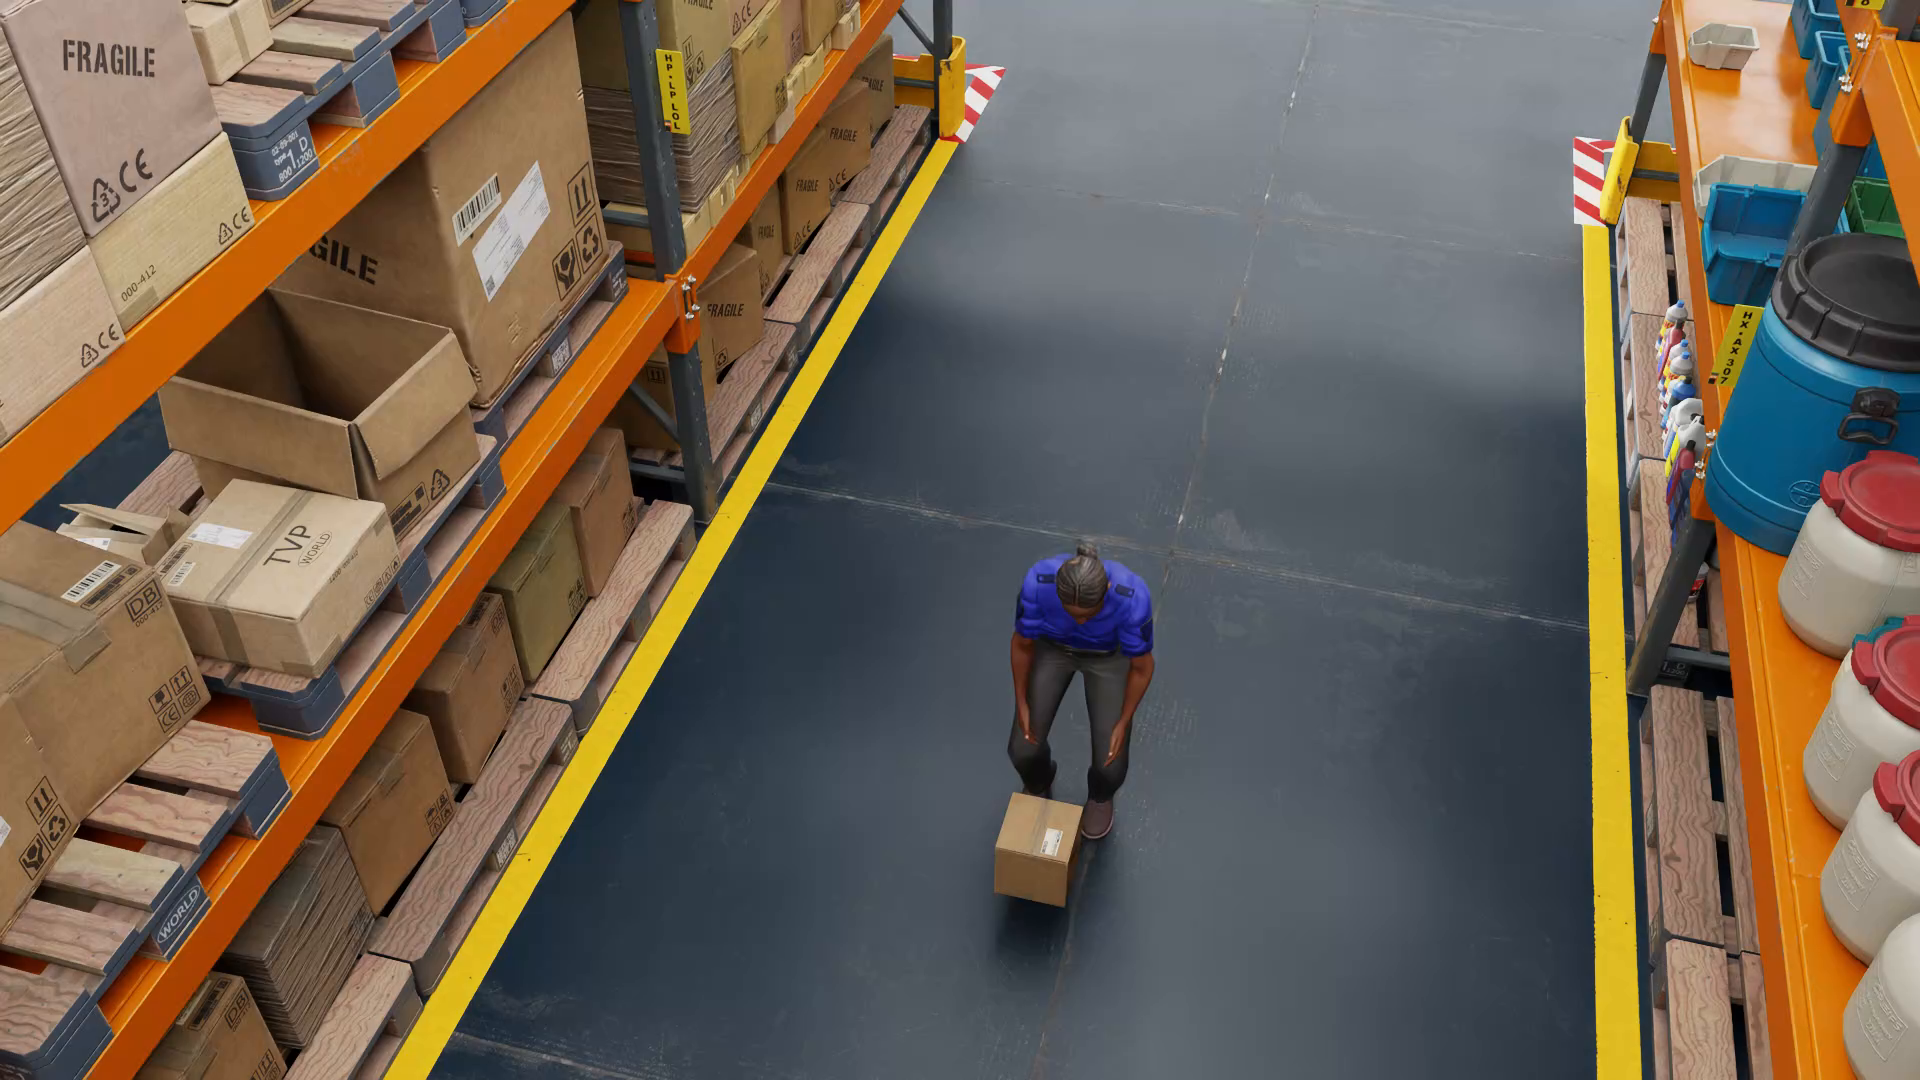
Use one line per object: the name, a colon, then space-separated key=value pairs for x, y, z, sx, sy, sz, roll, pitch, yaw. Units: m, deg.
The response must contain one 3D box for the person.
person: x=0.429 y=0.490 z=5.778 sx=0.492 sy=1.442 sz=0.576 roll=10 pitch=42 yaw=12
